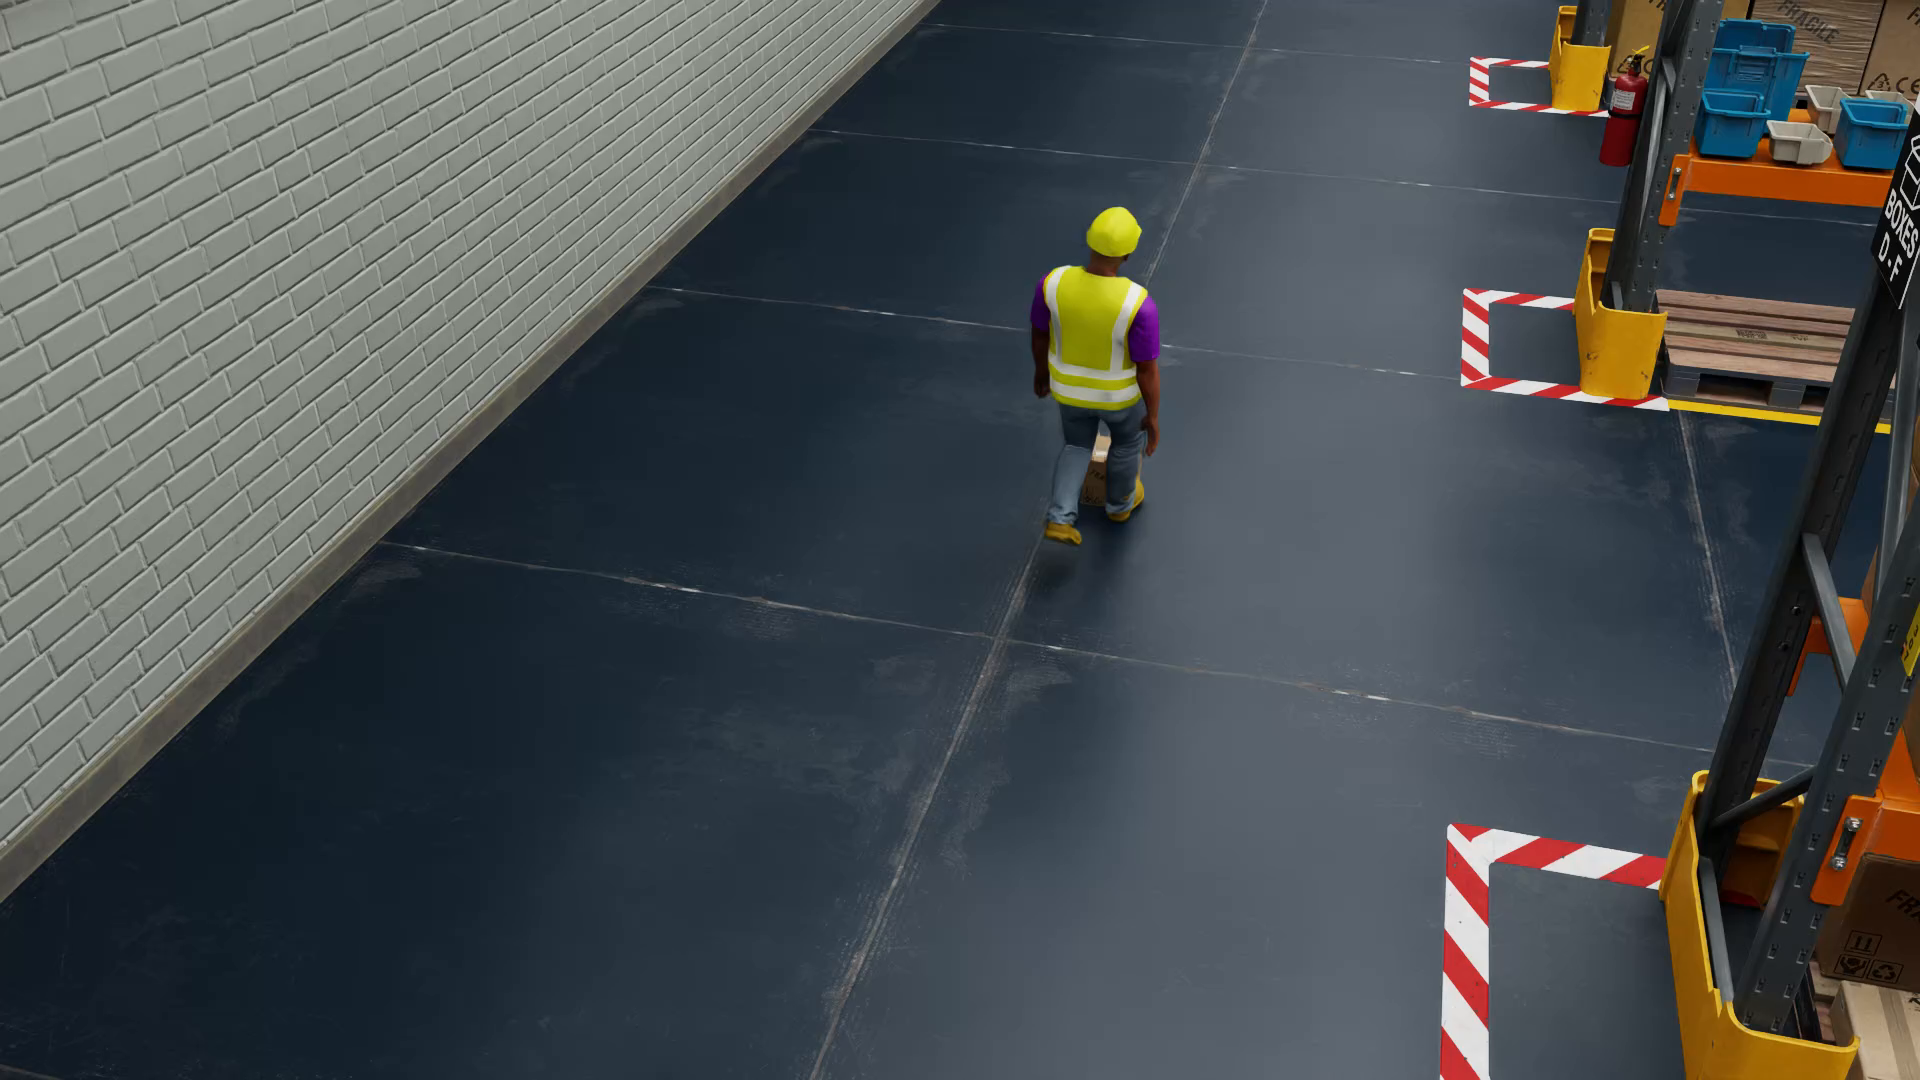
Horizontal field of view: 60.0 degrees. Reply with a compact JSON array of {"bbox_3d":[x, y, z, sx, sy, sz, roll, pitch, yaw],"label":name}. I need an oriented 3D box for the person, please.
[{"bbox_3d":[0.640,-0.732,7.324,0.636,1.695,0.882,12,35,19],"label":"person"}]
